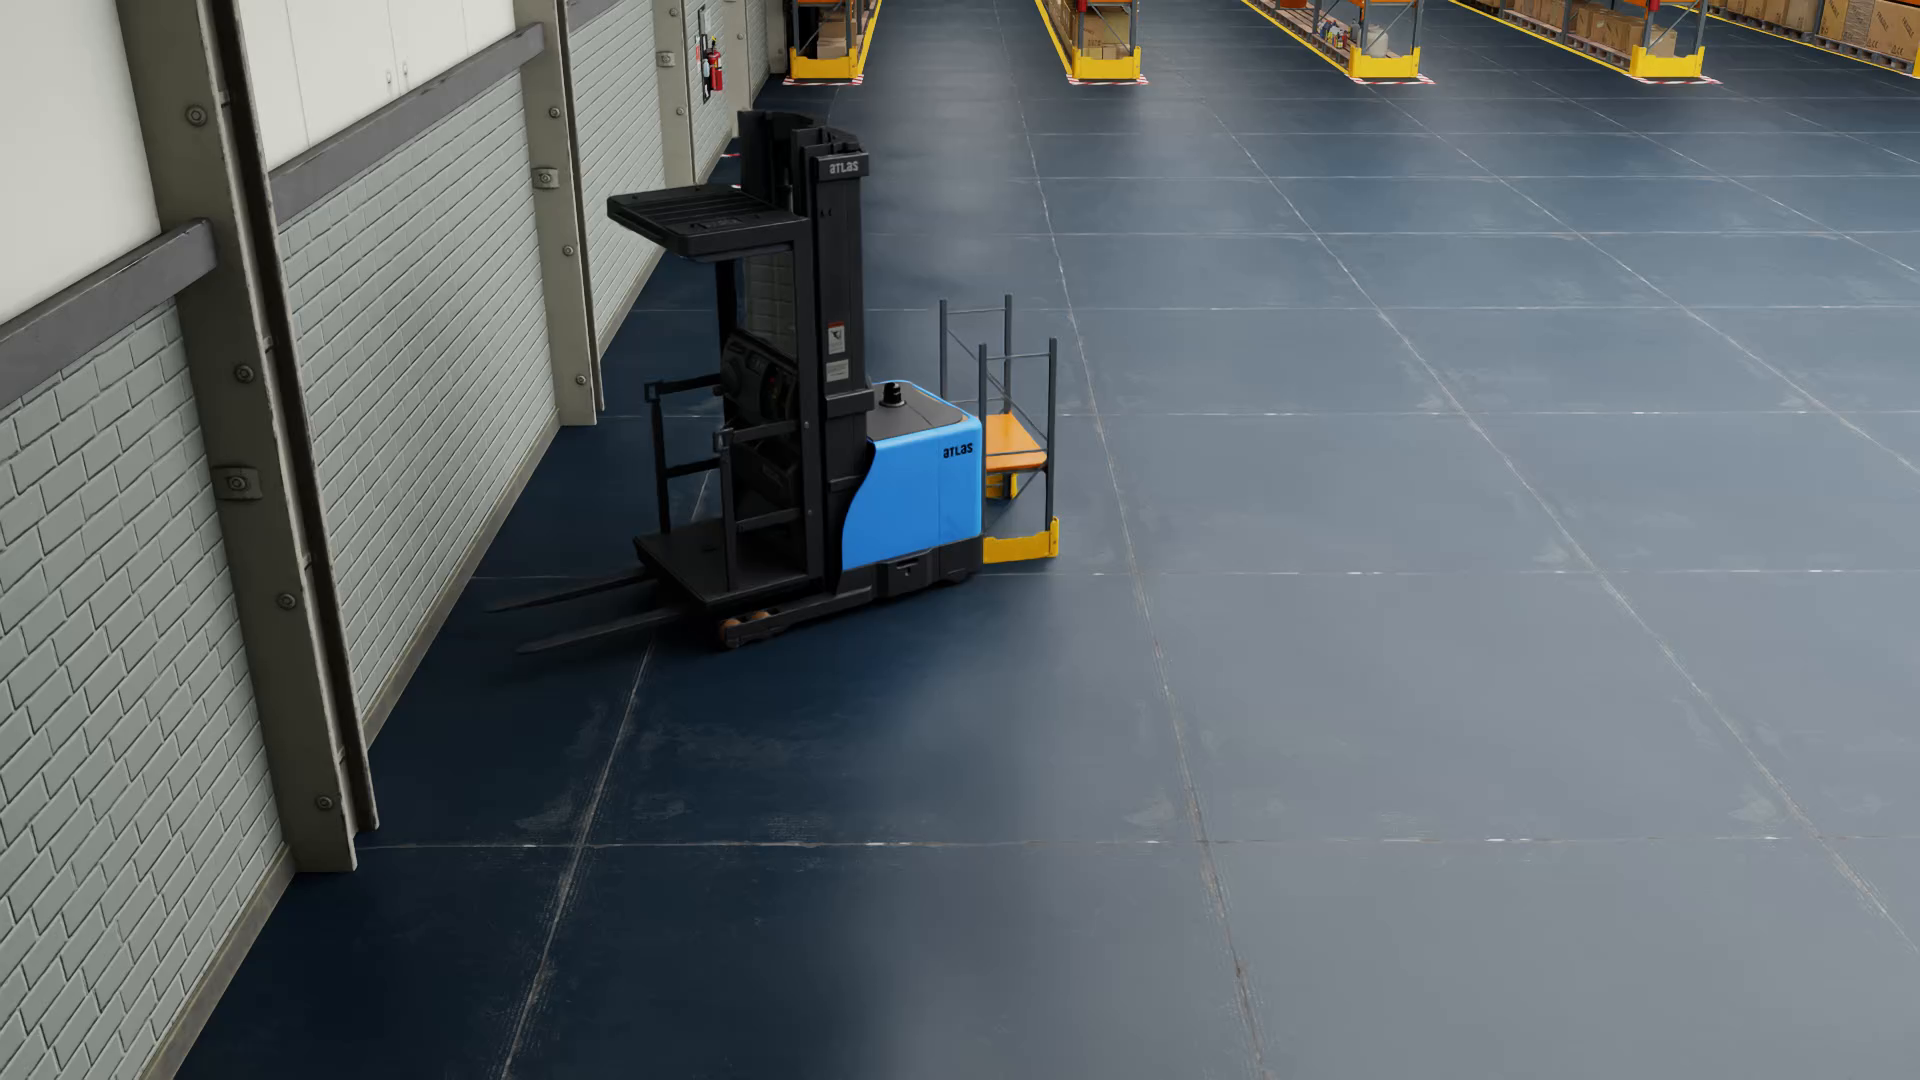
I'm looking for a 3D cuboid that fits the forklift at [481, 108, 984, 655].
[{"bbox_3d":[-1.369,-0.945,9.783,3.031,2.935,1.130,-15,28,-29],"label":"forklift"}]

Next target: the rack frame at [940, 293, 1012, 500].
[{"bbox_3d":[0.110,-0.964,11.561,0.500,1.500,0.032,-6,25,-13],"label":"rack frame"}]

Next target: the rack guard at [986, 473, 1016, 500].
[{"bbox_3d":[0.111,-0.394,11.817,0.587,0.250,0.087,-6,25,-13],"label":"rack guard"}]

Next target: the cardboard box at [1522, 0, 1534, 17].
[{"bbox_3d":[12.426,-11.417,35.353,0.700,0.500,0.500,-2,24,-5],"label":"cardboard box"}]

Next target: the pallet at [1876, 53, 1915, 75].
[{"bbox_3d":[17.341,-8.603,30.015,1.003,0.211,1.213,0,24,-1],"label":"pallet"}]

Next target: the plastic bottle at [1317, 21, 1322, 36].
[{"bbox_3d":[7.036,-10.013,32.527,0.097,0.271,0.097,0,24,0],"label":"plastic bottle"}]

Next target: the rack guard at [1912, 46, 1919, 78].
[{"bbox_3d":[17.428,-8.395,29.206,1.175,0.500,0.348,0,24,-1],"label":"rack guard"}]

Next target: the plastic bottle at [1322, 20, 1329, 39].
[{"bbox_3d":[7.064,-9.848,32.066,0.144,0.351,0.185,0,24,1],"label":"plastic bottle"}]

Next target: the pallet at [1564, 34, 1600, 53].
[{"bbox_3d":[12.466,-9.665,32.363,1.003,0.211,1.213,0,24,-1],"label":"pallet"}]

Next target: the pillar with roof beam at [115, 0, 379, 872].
[{"bbox_3d":[1.302,-2.644,6.177,9.100,9.000,0.400,0,24,-1],"label":"pillar with roof beam"}]

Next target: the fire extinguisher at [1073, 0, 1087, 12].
[{"bbox_3d":[2.098,-9.434,28.564,0.296,0.674,0.183,0,24,-1],"label":"fire extinguisher"}]

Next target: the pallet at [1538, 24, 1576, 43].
[{"bbox_3d":[12.413,-10.262,33.683,1.003,0.211,1.213,0,24,-1],"label":"pallet"}]

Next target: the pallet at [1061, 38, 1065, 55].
[{"bbox_3d":[2.484,-9.570,32.154,1.003,0.211,1.213,0,24,-1],"label":"pallet"}]

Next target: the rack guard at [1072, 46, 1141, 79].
[{"bbox_3d":[2.561,-8.372,29.153,1.175,0.500,0.348,0,24,-1],"label":"rack guard"}]

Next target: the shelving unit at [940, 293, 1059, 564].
[{"bbox_3d":[0.235,-0.765,11.120,0.587,1.500,1.083,-6,25,-13],"label":"shelving unit"}]

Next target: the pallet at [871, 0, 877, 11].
[{"bbox_3d":[-2.423,-12.349,38.299,1.003,0.211,1.213,0,24,-1],"label":"pallet"}]

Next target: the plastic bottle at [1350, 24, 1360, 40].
[{"bbox_3d":[7.620,-9.795,32.038,0.152,0.276,0.135,0,24,-1],"label":"plastic bottle"}]

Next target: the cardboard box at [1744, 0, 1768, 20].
[{"bbox_3d":[17.270,-11.395,35.026,1.050,0.750,0.750,0,24,0],"label":"cardboard box"}]

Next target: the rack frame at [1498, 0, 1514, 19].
[{"bbox_3d":[12.379,-12.860,36.044,1.000,3.000,0.127,0,24,-1],"label":"rack frame"}]

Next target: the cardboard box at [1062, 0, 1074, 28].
[{"bbox_3d":[2.223,-10.050,31.749,0.500,0.500,0.500,0,24,-1],"label":"cardboard box"}]

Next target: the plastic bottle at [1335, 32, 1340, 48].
[{"bbox_3d":[7.036,-9.307,30.950,0.061,0.283,0.133,0,24,1],"label":"plastic bottle"}]

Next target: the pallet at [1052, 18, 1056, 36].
[{"bbox_3d":[2.454,-10.706,34.664,1.003,0.211,1.213,0,24,-1],"label":"pallet"}]

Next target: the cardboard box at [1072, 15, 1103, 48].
[{"bbox_3d":[2.258,-9.020,29.471,0.500,0.500,0.500,0,24,-1],"label":"cardboard box"}]

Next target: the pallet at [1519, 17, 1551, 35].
[{"bbox_3d":[12.397,-10.766,34.798,1.003,0.211,1.213,0,24,-1],"label":"pallet"}]

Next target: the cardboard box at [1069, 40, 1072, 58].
[{"bbox_3d":[2.242,-8.885,30.081,0.500,0.250,0.500,0,24,-1],"label":"cardboard box"}]

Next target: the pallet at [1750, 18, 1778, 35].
[{"bbox_3d":[17.284,-10.743,34.748,1.003,0.211,1.213,0,24,-1],"label":"pallet"}]

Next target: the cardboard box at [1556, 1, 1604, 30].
[{"bbox_3d":[12.438,-10.526,33.384,0.700,0.500,0.500,-2,24,-5],"label":"cardboard box"}]

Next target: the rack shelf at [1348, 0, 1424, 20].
[{"bbox_3d":[7.492,-10.037,30.676,1.077,0.370,4.000,0,24,-1],"label":"rack shelf"}]

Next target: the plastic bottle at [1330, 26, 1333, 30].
[{"bbox_3d":[7.105,-9.674,31.777,0.097,0.271,0.097,0,24,0],"label":"plastic bottle"}]

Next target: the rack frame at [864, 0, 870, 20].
[{"bbox_3d":[-2.480,-12.793,35.896,1.000,3.000,0.127,0,24,-1],"label":"rack frame"}]

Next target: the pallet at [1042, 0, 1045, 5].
[{"bbox_3d":[2.477,-12.860,39.427,1.003,0.211,1.213,0,24,-1],"label":"pallet"}]

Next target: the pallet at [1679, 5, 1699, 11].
[{"bbox_3d":[17.323,-12.393,38.396,1.003,0.211,1.213,0,24,-1],"label":"pallet"}]

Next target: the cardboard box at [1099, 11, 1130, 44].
[{"bbox_3d":[2.770,-9.229,29.932,0.500,0.500,0.500,0,24,-1],"label":"cardboard box"}]

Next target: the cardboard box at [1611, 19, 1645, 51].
[{"bbox_3d":[12.448,-9.377,30.868,0.500,0.500,0.500,2,24,4],"label":"cardboard box"}]

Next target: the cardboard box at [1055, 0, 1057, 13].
[{"bbox_3d":[2.211,-10.948,33.964,0.500,0.311,0.500,0,24,-1],"label":"cardboard box"}]

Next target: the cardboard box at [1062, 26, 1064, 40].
[{"bbox_3d":[2.220,-9.709,31.903,0.500,0.250,0.500,0,24,-1],"label":"cardboard box"}]

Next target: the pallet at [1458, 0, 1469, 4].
[{"bbox_3d":[12.420,-12.920,39.561,1.003,0.211,1.213,0,24,-1],"label":"pallet"}]

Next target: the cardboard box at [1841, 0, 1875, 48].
[{"bbox_3d":[17.334,-9.785,31.313,0.875,0.875,0.875,0,24,0],"label":"cardboard box"}]

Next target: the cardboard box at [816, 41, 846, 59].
[{"bbox_3d":[-2.310,-8.757,29.702,0.500,0.311,0.500,-3,25,-7],"label":"cardboard box"}]

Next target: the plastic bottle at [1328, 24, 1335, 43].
[{"bbox_3d":[7.071,-9.595,31.507,0.144,0.351,0.185,0,24,-1],"label":"plastic bottle"}]

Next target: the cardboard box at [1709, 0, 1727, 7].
[{"bbox_3d":[17.072,-12.163,37.027,0.500,0.500,0.500,0,24,-1],"label":"cardboard box"}]

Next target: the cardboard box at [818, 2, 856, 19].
[{"bbox_3d":[-2.461,-10.510,33.347,0.700,0.500,0.500,1,24,1],"label":"cardboard box"}]

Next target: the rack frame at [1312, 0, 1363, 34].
[{"bbox_3d":[7.470,-11.189,32.350,1.000,3.000,0.127,0,24,-1],"label":"rack frame"}]
